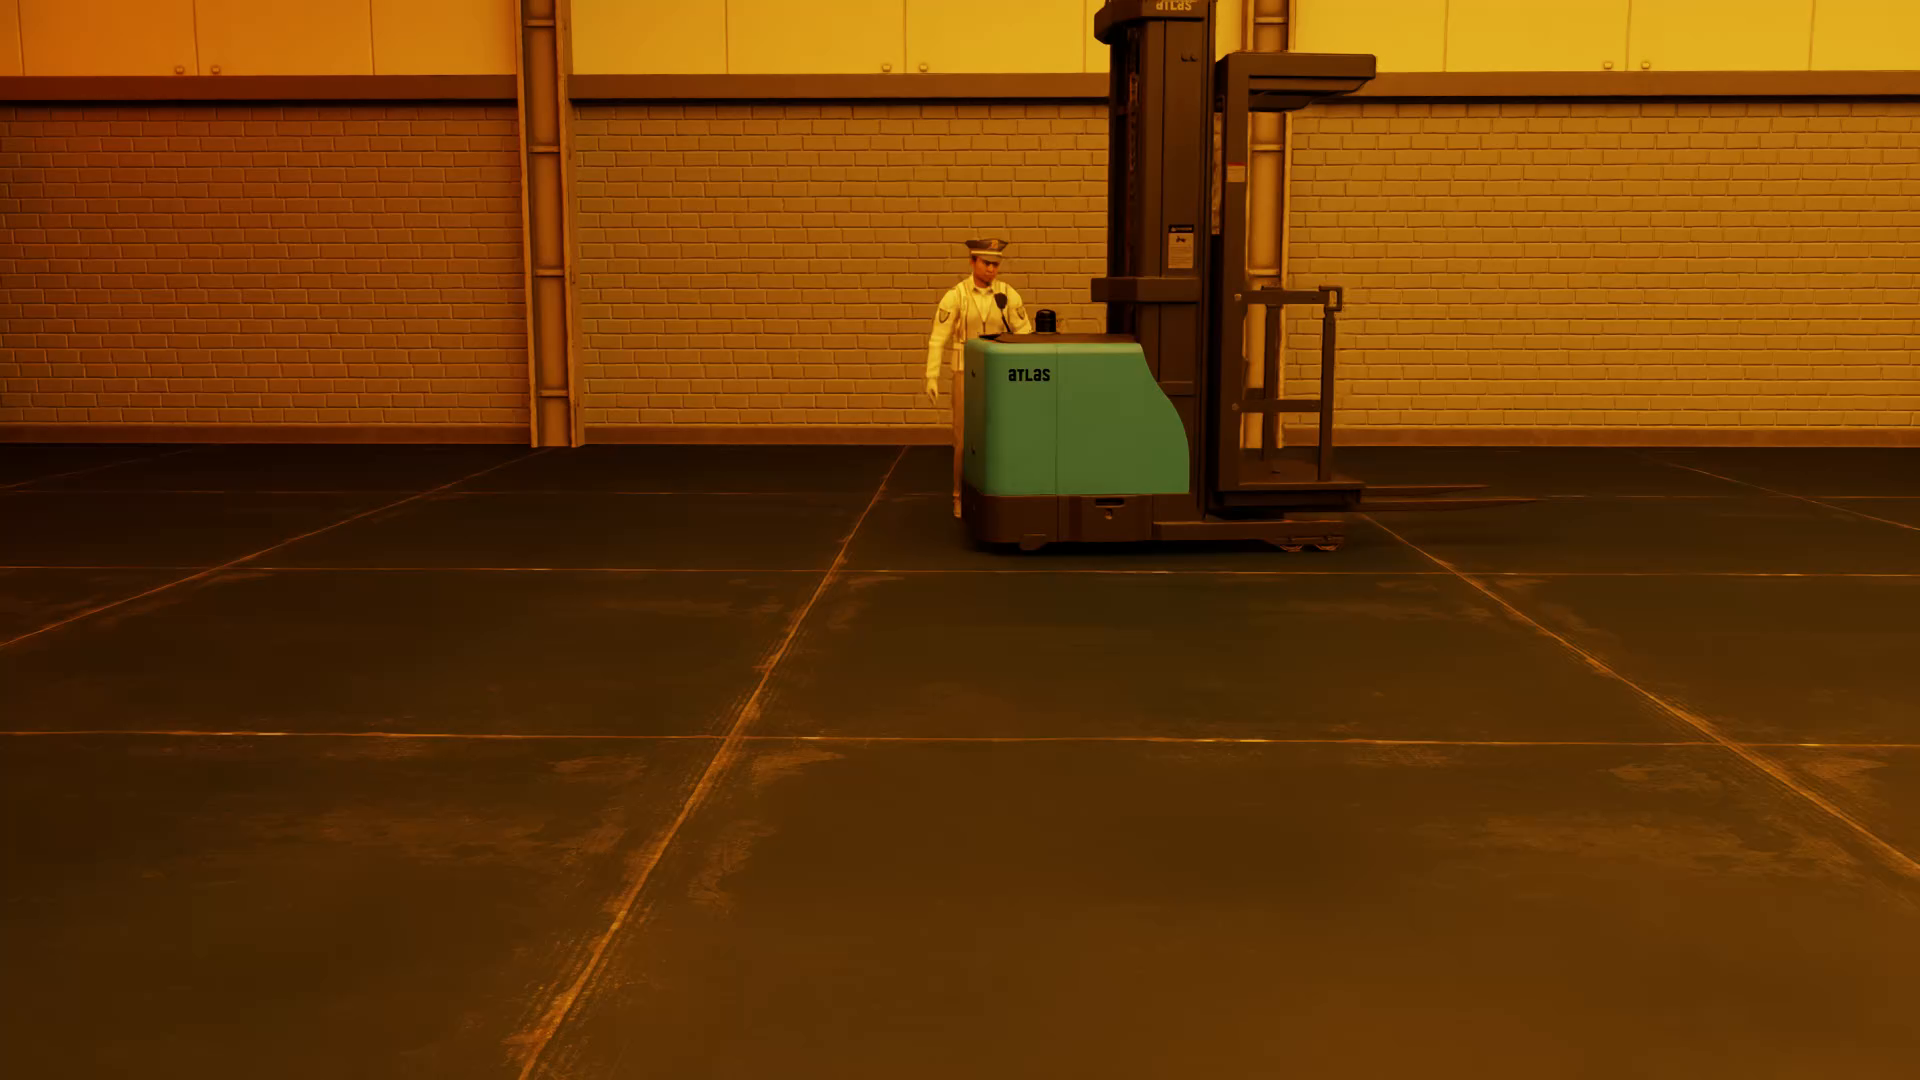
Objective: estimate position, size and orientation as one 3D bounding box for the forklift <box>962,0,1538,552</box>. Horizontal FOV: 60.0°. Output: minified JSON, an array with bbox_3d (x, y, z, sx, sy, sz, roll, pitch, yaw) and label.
[{"bbox_3d":[1.563,-1.465,8.888,3.031,2.935,1.130,-1,9,-7],"label":"forklift"}]

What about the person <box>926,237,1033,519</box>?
[{"bbox_3d":[0.152,-0.940,9.743,0.693,1.640,0.436,-1,9,-9],"label":"person"}]
